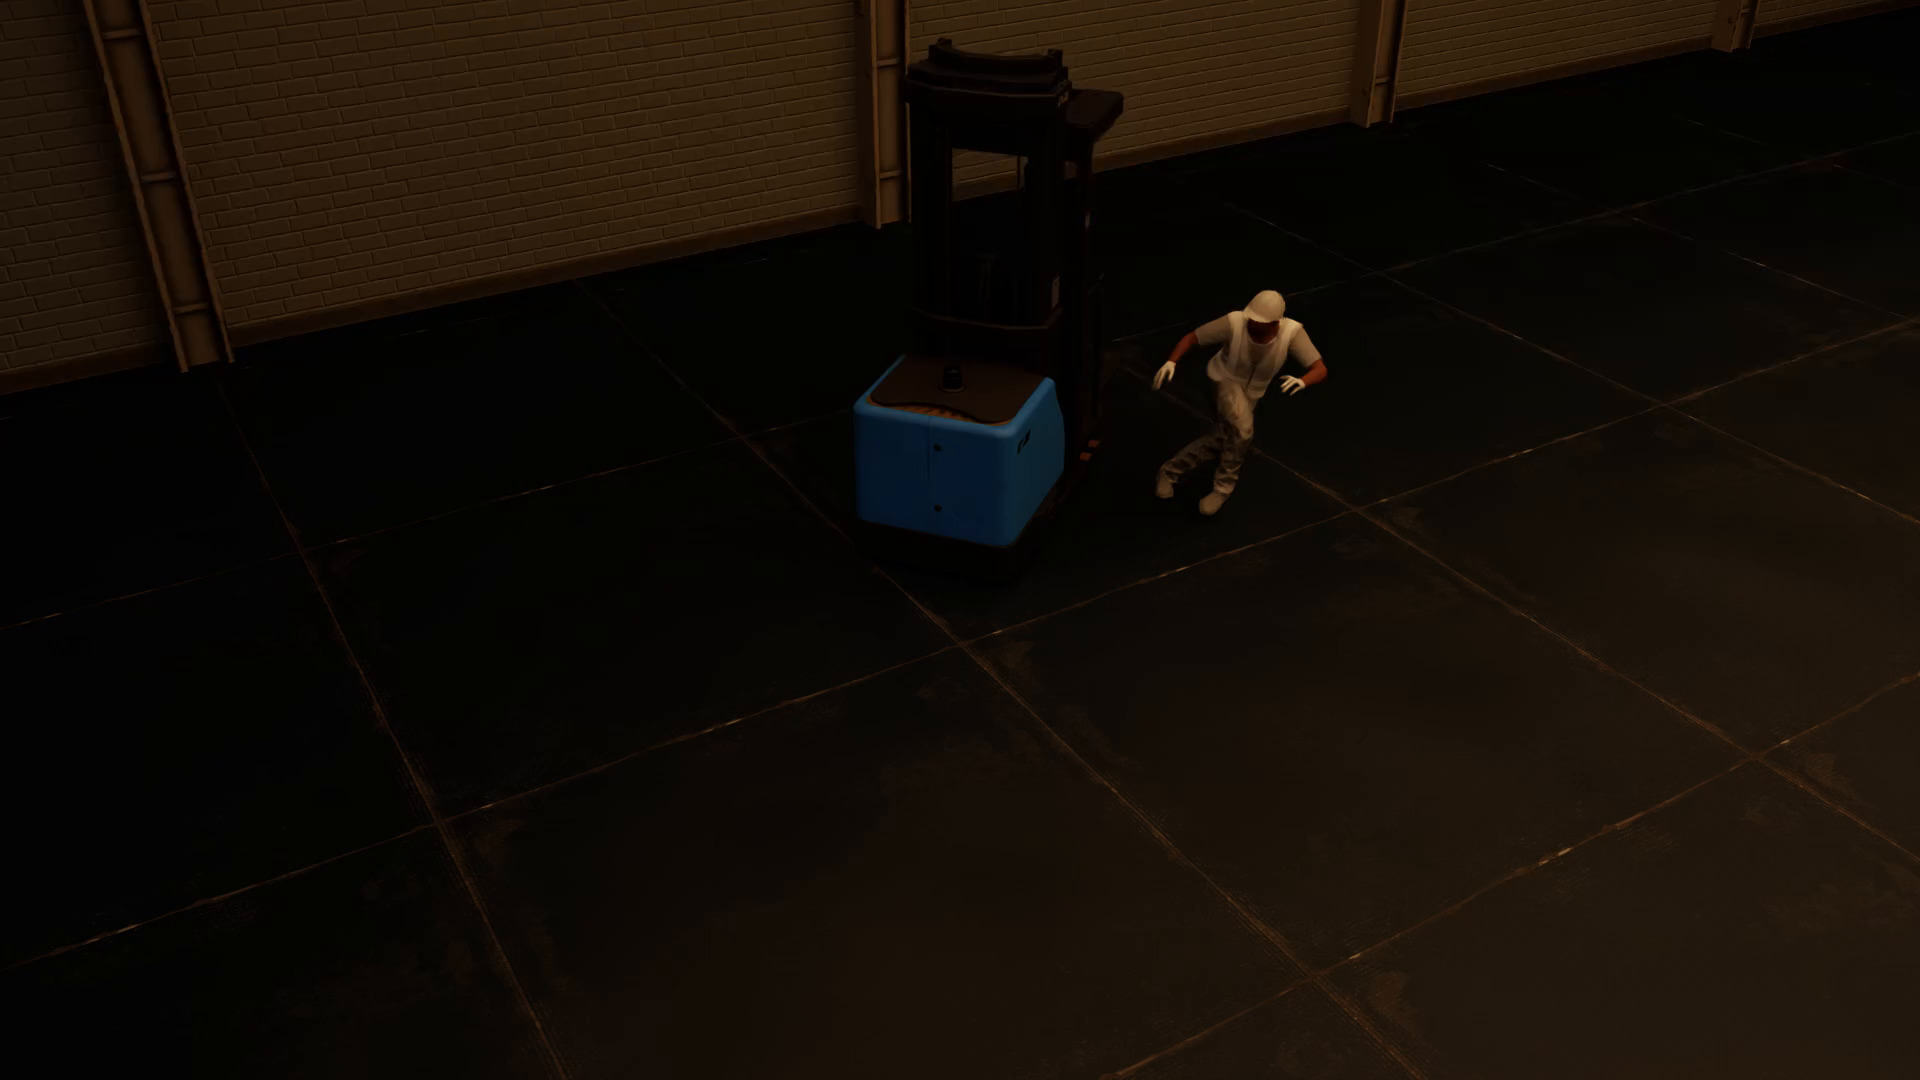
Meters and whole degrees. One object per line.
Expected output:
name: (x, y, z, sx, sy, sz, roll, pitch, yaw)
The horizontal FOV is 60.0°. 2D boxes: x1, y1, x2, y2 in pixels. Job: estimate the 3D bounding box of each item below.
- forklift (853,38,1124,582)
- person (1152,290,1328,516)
forklift: (0.349, -1.752, 10.572, 1.130, 2.935, 3.031, 11, 33, 18)
person: (1.713, -0.870, 10.458, 1.031, 1.524, 0.933, -5, 31, -9)
